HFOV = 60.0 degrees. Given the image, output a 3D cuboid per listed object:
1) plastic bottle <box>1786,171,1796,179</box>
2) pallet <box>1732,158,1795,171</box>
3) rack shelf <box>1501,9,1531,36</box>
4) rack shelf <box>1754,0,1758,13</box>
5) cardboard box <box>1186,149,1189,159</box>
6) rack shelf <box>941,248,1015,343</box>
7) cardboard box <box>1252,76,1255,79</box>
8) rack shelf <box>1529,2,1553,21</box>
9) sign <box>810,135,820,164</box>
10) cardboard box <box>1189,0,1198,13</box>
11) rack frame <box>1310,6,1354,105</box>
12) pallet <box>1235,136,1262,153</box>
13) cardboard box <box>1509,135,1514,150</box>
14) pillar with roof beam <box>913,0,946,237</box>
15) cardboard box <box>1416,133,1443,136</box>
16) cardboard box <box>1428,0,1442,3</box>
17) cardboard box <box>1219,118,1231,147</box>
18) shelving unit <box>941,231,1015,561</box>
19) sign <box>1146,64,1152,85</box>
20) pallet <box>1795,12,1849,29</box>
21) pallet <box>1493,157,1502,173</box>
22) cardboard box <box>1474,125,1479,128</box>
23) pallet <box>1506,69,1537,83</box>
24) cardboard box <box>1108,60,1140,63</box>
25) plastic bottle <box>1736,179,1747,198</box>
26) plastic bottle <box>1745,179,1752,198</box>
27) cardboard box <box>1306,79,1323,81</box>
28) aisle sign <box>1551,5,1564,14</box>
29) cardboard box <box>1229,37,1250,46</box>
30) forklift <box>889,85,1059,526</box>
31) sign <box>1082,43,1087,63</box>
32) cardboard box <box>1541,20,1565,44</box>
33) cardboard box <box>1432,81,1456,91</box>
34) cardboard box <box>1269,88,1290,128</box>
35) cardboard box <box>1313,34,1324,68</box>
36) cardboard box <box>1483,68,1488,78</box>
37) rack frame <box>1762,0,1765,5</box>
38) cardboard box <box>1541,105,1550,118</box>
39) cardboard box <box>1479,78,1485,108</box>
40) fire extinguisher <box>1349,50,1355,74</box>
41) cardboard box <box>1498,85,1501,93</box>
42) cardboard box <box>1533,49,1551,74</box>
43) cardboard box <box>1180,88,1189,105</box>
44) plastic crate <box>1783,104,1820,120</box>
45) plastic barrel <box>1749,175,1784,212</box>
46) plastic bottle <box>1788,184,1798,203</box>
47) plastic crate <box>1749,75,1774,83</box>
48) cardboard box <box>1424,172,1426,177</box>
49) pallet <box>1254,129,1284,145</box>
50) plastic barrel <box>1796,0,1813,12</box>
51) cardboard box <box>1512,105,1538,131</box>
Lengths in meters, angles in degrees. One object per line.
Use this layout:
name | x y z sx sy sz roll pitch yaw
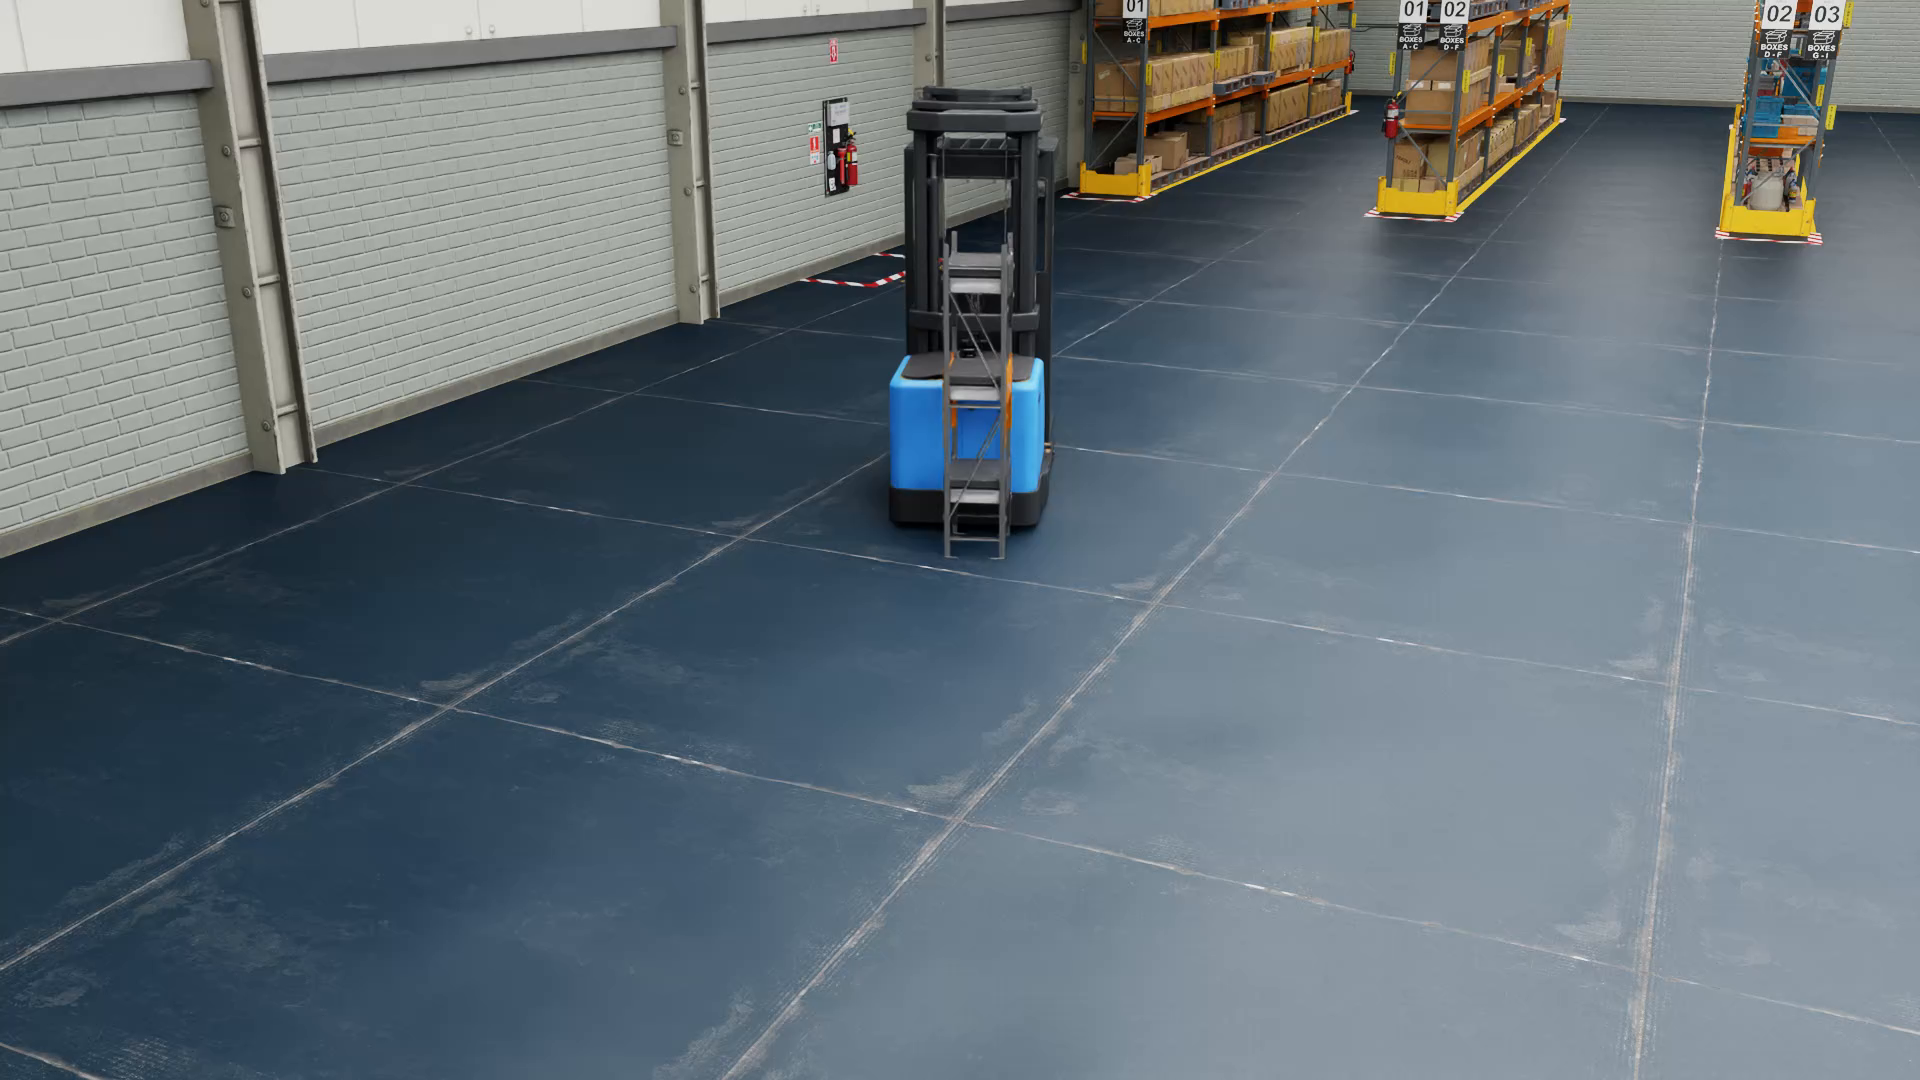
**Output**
plastic bottle | 13.009 -5.602 26.042 0.144 0.351 0.185 8 21 22
pallet | 14.506 -6.714 30.033 1.003 0.211 1.213 9 21 23
rack shelf | 9.522 -9.403 30.030 1.077 0.370 4.000 9 21 23
rack shelf | 17.316 -11.168 34.992 1.077 0.370 4.000 9 21 23
cardboard box | 3.991 -7.101 30.531 0.380 0.166 0.250 6 20 16
rack shelf | 0.120 -1.587 10.750 0.431 0.518 0.480 2 20 5
cardboard box | 6.166 -9.579 34.272 0.380 0.149 0.250 8 21 22
rack shelf | 11.160 -10.626 33.468 1.077 0.370 4.000 9 21 23
sign | -1.782 -4.784 20.390 0.001 0.329 0.234 9 21 23
cardboard box | 3.790 -9.350 28.628 0.500 0.500 0.500 8 21 21
rack frame | 9.096 -12.064 40.916 1.000 3.000 0.127 9 21 23
pallet | 5.499 -8.066 33.835 1.003 0.211 1.213 9 21 23
cardboard box | 10.348 -7.648 31.975 0.500 0.250 0.500 9 22 24
pillar with roof beam | 3.512 -7.908 20.275 9.100 9.000 0.400 9 21 23
cardboard box | 7.818 -6.569 27.820 0.500 0.500 0.500 9 21 23
cardboard box | 7.304 -8.396 25.133 0.797 0.503 0.637 10 22 26
cardboard box | 4.880 -7.968 32.472 0.700 0.500 0.500 9 21 23
shelving unit | 0.120 -0.941 10.980 0.431 2.100 0.503 2 20 5
sign | 3.039 -7.507 26.809 0.100 0.325 0.005 9 21 23
pallet | 12.011 -7.378 23.543 1.003 0.211 1.213 9 21 23
pallet | 9.467 -7.009 30.861 1.003 0.211 1.213 9 21 23
cardboard box | 9.440 -7.670 31.199 0.500 0.311 0.500 8 21 21
pallet | 11.133 -9.445 33.837 1.003 0.211 1.213 9 21 23
cardboard box | 2.759 -7.791 27.975 0.500 0.500 0.500 9 21 23
plastic bottle | 12.063 -5.433 25.677 0.152 0.276 0.135 9 21 23
plastic bottle | 12.160 -5.422 25.635 0.061 0.283 0.133 9 21 23
cardboard box | 8.563 -11.073 40.264 0.380 0.149 0.250 9 21 23
aisle sign | 13.924 -12.590 38.513 0.394 0.787 0.004 9 21 23
cardboard box | 5.588 -9.969 33.250 0.380 0.149 0.250 5 20 14
forklift | 0.164 -1.930 12.522 1.130 2.935 3.031 2 20 5
sign | 2.046 -7.950 27.147 0.100 0.325 0.005 9 21 23
cardboard box | 13.480 -11.576 37.900 0.500 0.500 0.500 9 22 24
cardboard box | 7.422 -6.938 25.384 0.380 0.149 0.250 8 21 22
cardboard box | 6.606 -9.278 35.661 0.750 0.750 0.750 8 21 22
cardboard box | 7.695 -11.147 37.887 0.980 0.700 0.700 9 21 24
cardboard box | 8.684 -7.882 28.039 0.380 0.149 0.250 8 21 22
rack frame | 13.221 -9.863 25.773 1.000 3.000 0.127 9 21 23
cardboard box | 13.203 -9.811 38.028 0.500 0.250 0.500 9 21 23
cardboard box | 8.527 -7.628 28.292 0.700 0.500 0.500 8 21 21
fire extinguisher | 9.579 -11.835 40.943 0.296 0.674 0.183 9 21 23
cardboard box | 9.870 -8.424 31.056 0.380 0.149 0.250 10 22 27
cardboard box | 12.436 -10.329 35.886 0.500 0.500 0.500 9 22 24
cardboard box | 3.657 -7.688 28.803 0.500 0.250 0.500 9 21 23
plastic crate | 13.015 -6.591 25.748 0.499 0.251 0.616 9 21 23
plastic barrel | 11.782 -5.051 24.282 0.421 0.512 0.421 0 20 0
plastic bottle | 12.609 -5.247 25.162 0.097 0.271 0.097 0 20 0
plastic crate | 13.918 -7.838 28.935 0.402 0.464 0.583 9 21 23
cardboard box | 7.209 -5.756 26.654 0.500 0.250 0.500 9 21 23
pallet | 6.212 -8.536 35.155 1.003 0.211 1.213 9 21 23
plastic barrel | 11.666 -7.793 23.162 0.600 0.830 0.708 9 21 23
cardboard box | 11.828 -8.853 34.958 0.500 0.500 0.500 9 21 23
